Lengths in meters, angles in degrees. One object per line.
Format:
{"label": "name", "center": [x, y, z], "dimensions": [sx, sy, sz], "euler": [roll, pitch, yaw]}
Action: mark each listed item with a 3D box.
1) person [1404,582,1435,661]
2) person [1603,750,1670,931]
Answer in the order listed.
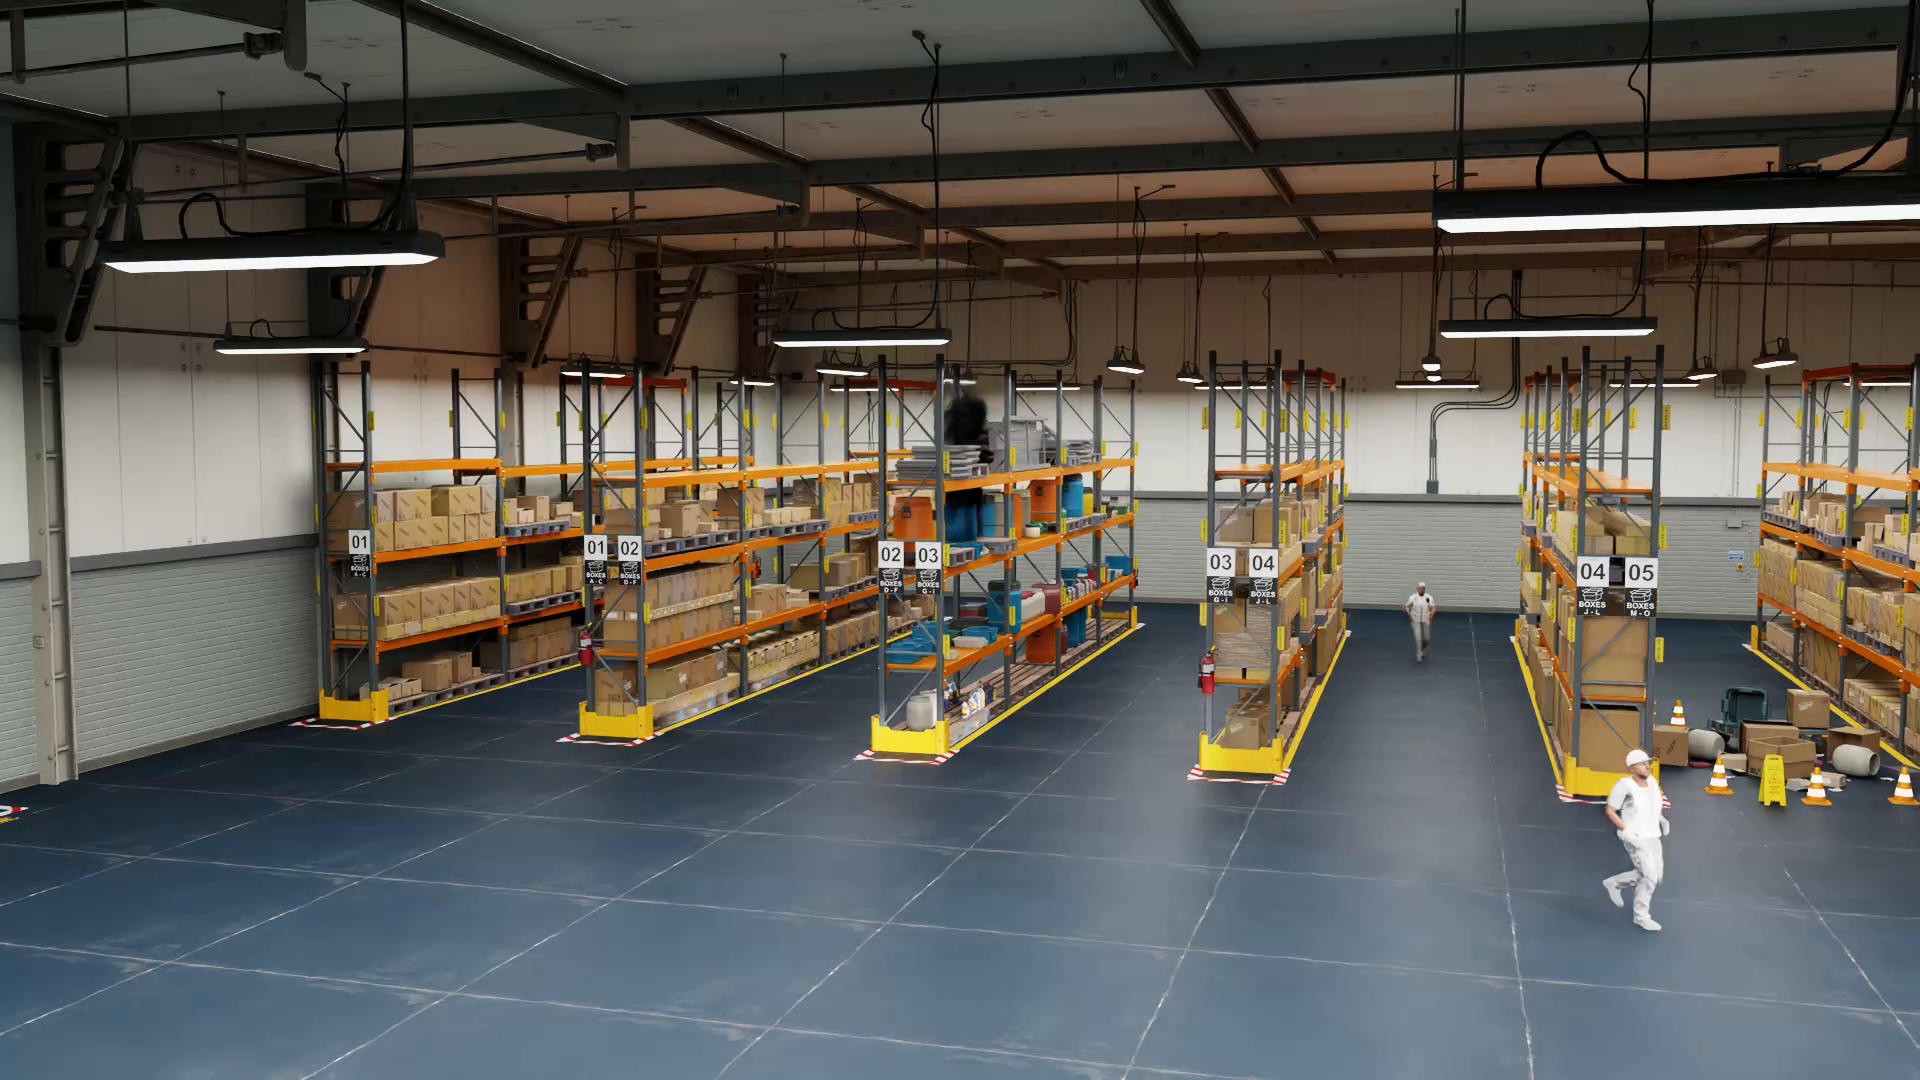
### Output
{"label": "person", "center": [9.637, 1.699, 34.887], "dimensions": [0.612, 1.636, 0.570], "euler": [1, 4, 9]}
{"label": "person", "center": [6.721, 2.953, 16.569], "dimensions": [0.675, 1.758, 0.664], "euler": [-3, 5, -33]}
